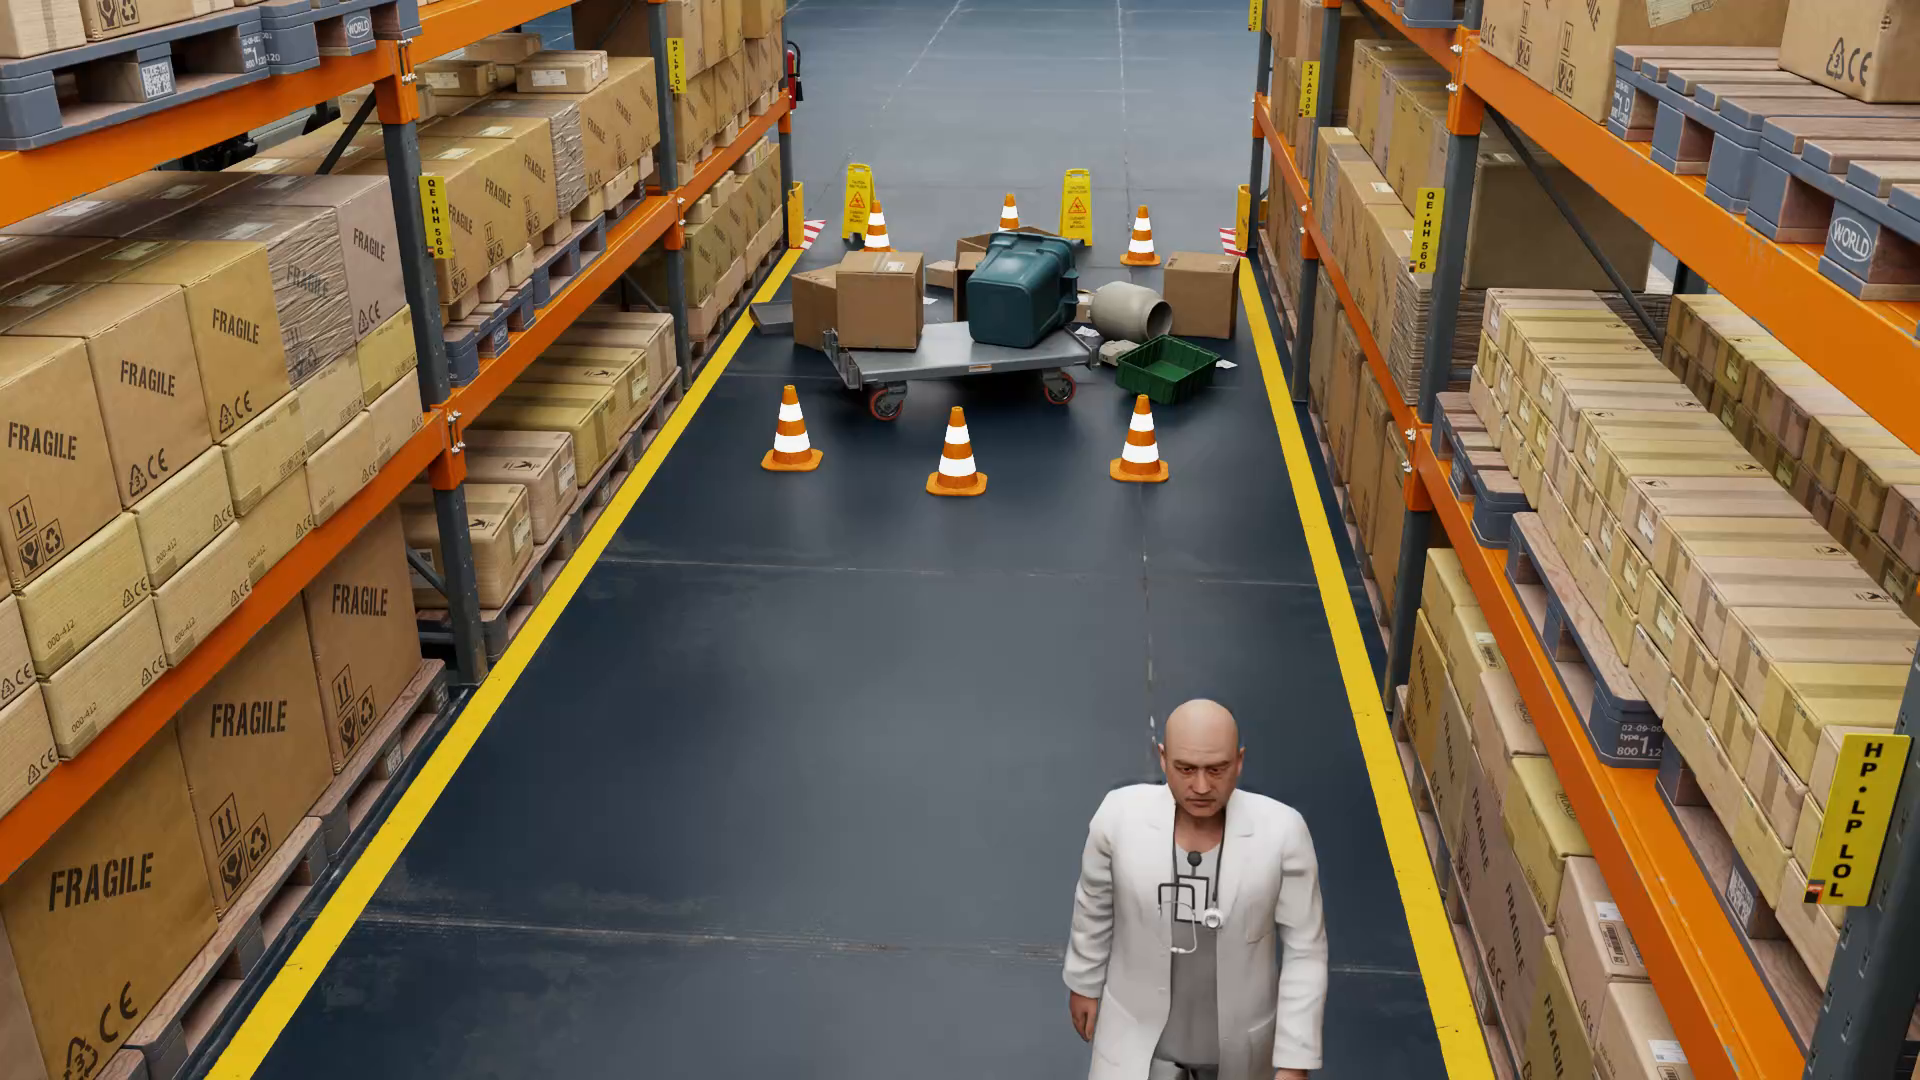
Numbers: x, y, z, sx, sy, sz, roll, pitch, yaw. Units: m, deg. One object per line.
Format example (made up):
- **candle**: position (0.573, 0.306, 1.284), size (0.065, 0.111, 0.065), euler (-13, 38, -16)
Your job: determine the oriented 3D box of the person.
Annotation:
- **person**: position (0.549, 1.178, 3.996), size (0.618, 1.715, 1.166), euler (2, 24, 5)
